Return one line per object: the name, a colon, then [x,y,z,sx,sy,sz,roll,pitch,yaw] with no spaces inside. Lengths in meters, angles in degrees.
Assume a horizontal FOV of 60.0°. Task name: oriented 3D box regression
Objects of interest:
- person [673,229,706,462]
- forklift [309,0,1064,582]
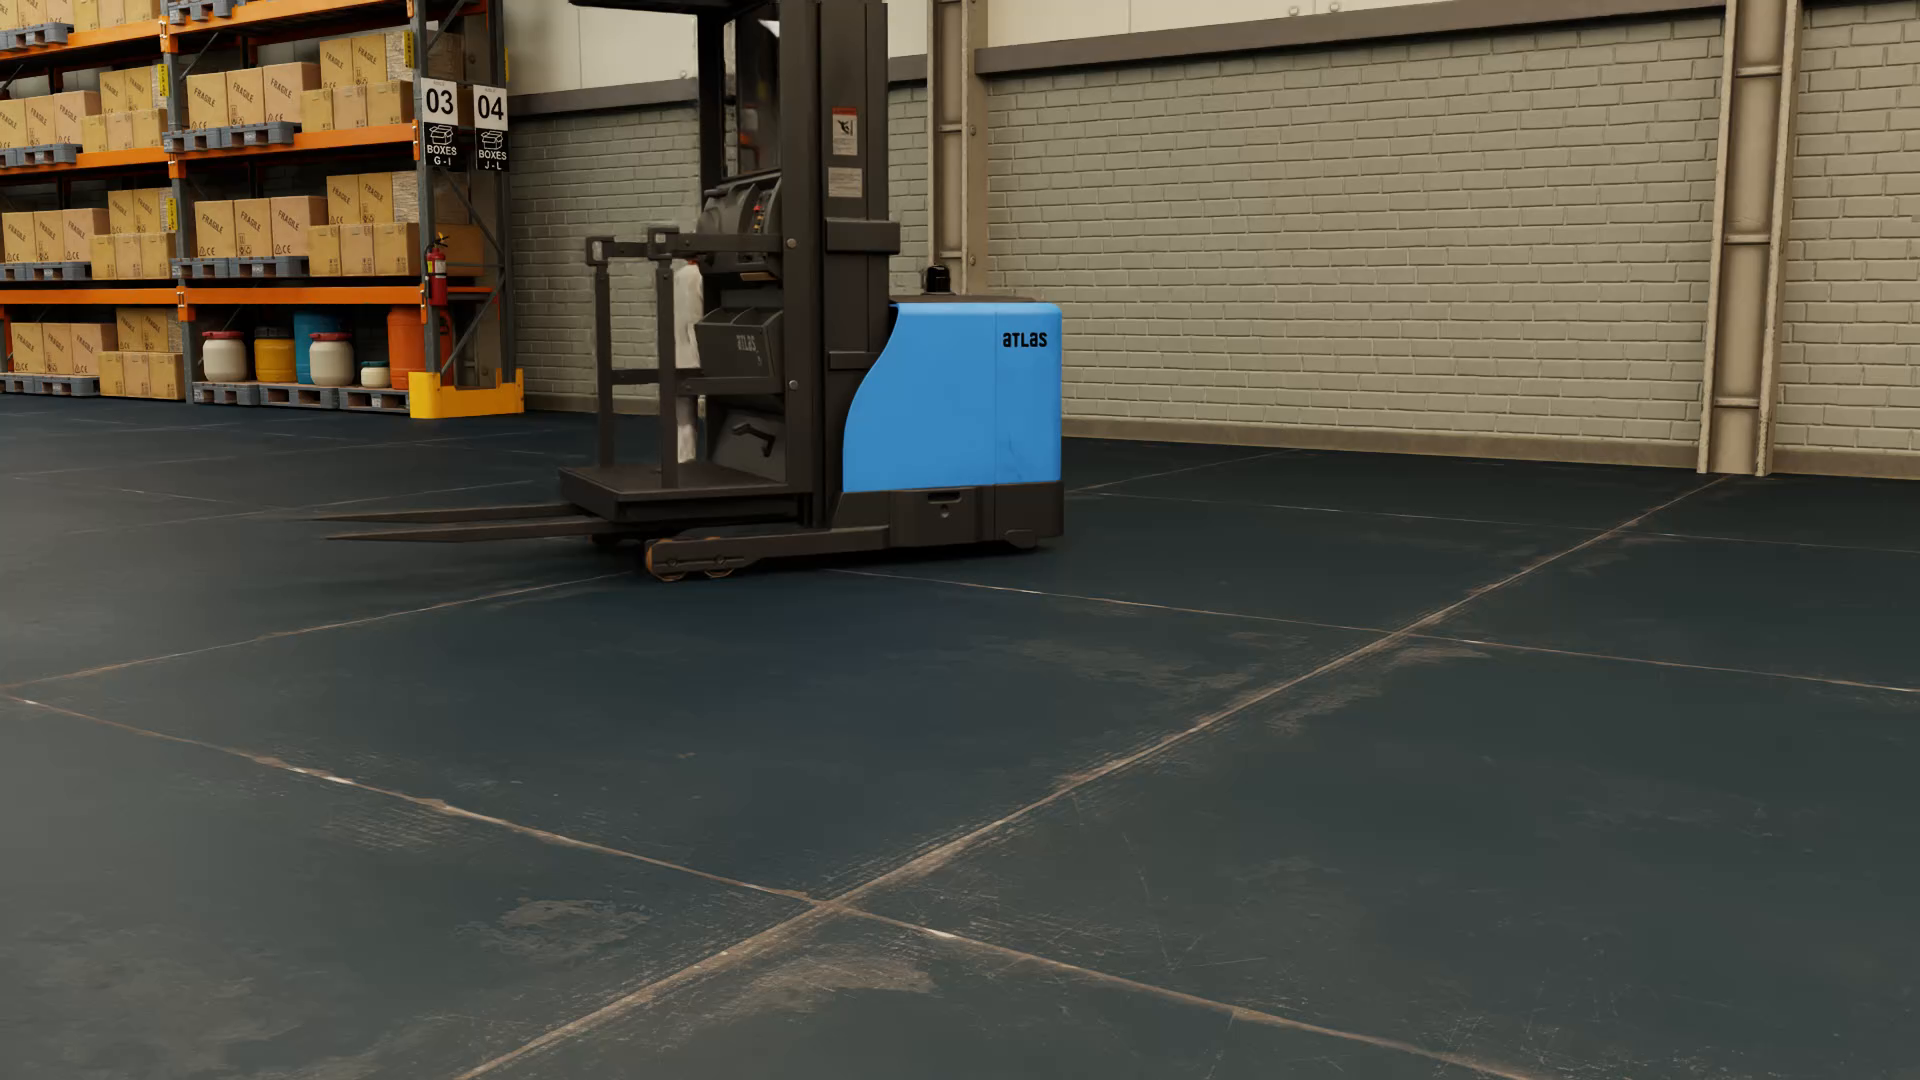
person: [-1.293,-0.929,8.970,0.745,1.474,0.770,4,9,24]
forklift: [-1.102,-1.373,6.850,3.031,2.935,1.130,-4,9,-26]
